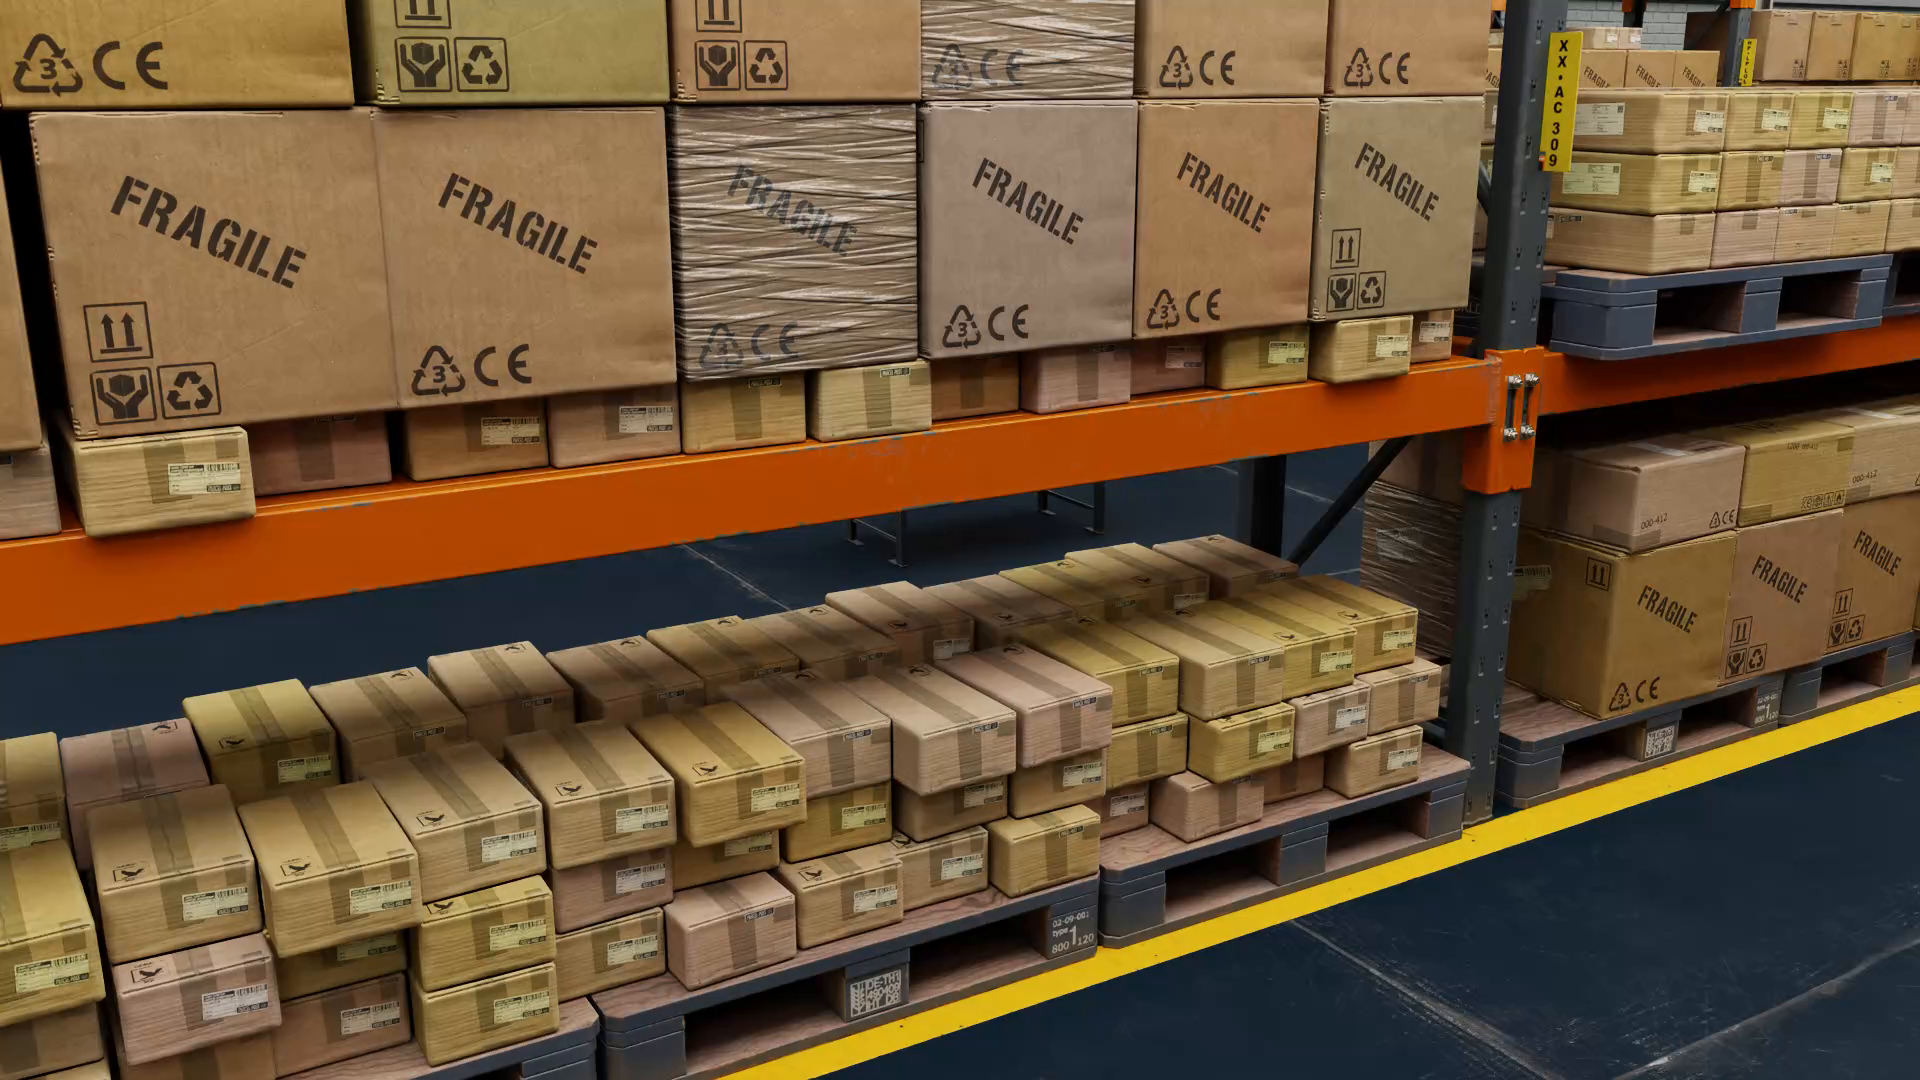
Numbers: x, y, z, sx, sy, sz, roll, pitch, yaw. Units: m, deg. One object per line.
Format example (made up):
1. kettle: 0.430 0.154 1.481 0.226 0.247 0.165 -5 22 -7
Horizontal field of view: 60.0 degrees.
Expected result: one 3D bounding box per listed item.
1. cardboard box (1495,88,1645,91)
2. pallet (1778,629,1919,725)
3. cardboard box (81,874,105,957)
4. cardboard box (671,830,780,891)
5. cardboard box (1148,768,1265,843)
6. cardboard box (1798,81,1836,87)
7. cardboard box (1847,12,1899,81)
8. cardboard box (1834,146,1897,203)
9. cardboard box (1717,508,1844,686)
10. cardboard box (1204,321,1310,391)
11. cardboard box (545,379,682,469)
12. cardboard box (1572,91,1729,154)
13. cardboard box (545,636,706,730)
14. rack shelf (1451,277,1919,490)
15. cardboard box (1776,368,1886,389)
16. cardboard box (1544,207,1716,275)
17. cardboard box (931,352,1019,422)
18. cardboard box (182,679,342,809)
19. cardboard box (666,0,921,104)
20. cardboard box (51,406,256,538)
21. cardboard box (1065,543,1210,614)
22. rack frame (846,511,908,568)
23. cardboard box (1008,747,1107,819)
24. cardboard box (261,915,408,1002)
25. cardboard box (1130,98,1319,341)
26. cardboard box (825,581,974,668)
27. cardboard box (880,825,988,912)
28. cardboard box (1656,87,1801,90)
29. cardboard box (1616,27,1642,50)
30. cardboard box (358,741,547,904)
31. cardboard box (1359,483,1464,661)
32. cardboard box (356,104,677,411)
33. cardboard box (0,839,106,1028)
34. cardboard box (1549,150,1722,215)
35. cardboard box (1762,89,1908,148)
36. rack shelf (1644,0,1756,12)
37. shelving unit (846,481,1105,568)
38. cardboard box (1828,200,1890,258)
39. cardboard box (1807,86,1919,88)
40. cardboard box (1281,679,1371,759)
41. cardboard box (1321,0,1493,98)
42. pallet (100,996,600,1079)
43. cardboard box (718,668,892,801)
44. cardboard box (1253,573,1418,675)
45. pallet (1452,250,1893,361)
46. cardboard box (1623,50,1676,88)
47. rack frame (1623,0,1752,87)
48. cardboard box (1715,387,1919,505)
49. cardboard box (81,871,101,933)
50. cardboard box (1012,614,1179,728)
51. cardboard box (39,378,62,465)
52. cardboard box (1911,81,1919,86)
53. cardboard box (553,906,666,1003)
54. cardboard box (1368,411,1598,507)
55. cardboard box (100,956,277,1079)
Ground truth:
1. cardboard box: 1.866 -1.312 5.119 0.250 0.149 0.380 -10 18 -31
2. pallet: 2.883 0.293 5.974 1.213 0.211 1.003 -9 18 -30
3. cardboard box: -1.747 0.775 3.590 0.250 0.149 0.380 -9 18 -28
4. cardboard box: -0.584 0.603 3.654 0.250 0.149 0.380 -8 18 -27
5. cardboard box: 0.550 0.602 4.210 0.250 0.149 0.380 -10 18 -32
6. cardboard box: 6.330 -3.277 12.807 0.500 0.500 0.500 -9 18 -30
7. cardboard box: 6.774 -3.827 12.917 0.500 0.500 0.700 -10 18 -31
8. cardboard box: 2.409 -1.052 4.742 0.250 0.149 0.380 -10 19 -32
9. cardboard box: 2.392 0.116 5.293 0.500 0.500 0.500 -8 18 -27
10. cardboard box: 0.621 -0.471 4.000 0.250 0.149 0.380 -8 18 -28
11. cardboard box: -0.735 -0.260 3.246 0.250 0.149 0.380 -10 18 -31
12. cardboard box: 1.744 -1.087 4.314 0.250 0.149 0.380 -8 18 -27
13. cardboard box: -0.795 0.368 3.942 0.250 0.149 0.380 -10 18 -32
14. rack shelf: 2.884 -0.702 5.690 4.000 0.370 1.077 -9 18 -30
15. cardboard box: 3.017 -0.510 6.136 0.500 0.250 0.500 -9 18 -29
16. cardboard box: 1.744 -0.800 4.394 0.250 0.149 0.380 -10 19 -32
17. cardboard box: -0.076 -0.374 3.650 0.250 0.149 0.380 -10 18 -31
18. cardboard box: -1.534 0.450 3.648 0.250 0.149 0.380 -10 18 -31
19. cardboard box: -0.416 -1.099 3.183 0.500 0.500 0.500 -10 18 -31
20. cardboard box: -1.357 -0.133 2.791 0.250 0.149 0.380 -10 18 -31
21. cardboard box: 0.501 0.138 4.762 0.250 0.149 0.380 -8 18 -27
22. rack frame: -0.363 -0.663 6.998 0.032 1.500 0.500 -9 18 -30
23. cardboard box: 0.144 0.508 3.993 0.250 0.149 0.380 -9 18 -28
24. cardboard box: -1.250 0.720 3.237 0.250 0.149 0.380 -9 18 -29
25. cardboard box: 0.455 -0.757 3.818 0.500 0.500 0.500 -10 18 -31
26. cardboard box: -0.162 0.243 4.389 0.250 0.149 0.380 -9 18 -29
27. cardboard box: -0.136 0.698 3.867 0.250 0.149 0.380 -9 18 -29
28. cardboard box: 2.531 -1.420 5.504 0.250 0.149 0.380 -10 19 -32
29. cardboard box: 4.528 -3.505 11.638 0.250 0.149 0.380 -10 18 -31
30. cardboard box: -1.009 0.550 3.292 0.250 0.149 0.380 -10 19 -32
31. cardboard box: 1.675 0.070 5.457 0.500 0.500 0.500 -10 18 -31
32. cardboard box: -0.860 -0.550 3.078 0.500 0.500 0.500 -9 18 -29
33. cardboard box: -1.635 0.675 2.845 0.250 0.149 0.380 -10 19 -32
34. cardboard box: 1.744 -0.943 4.354 0.250 0.149 0.380 -9 18 -29
35. cardboard box: 2.417 -1.196 4.704 0.250 0.149 0.380 -9 18 -30
36. rack shelf: 7.106 -4.390 13.288 4.000 0.370 1.077 -9 18 -30
37. shelving unit: 0.073 -0.734 7.250 1.048 1.500 0.538 -9 18 -30
38. cardboard box: 2.411 -0.909 4.781 0.250 0.149 0.380 -9 18 -29
39. cardboard box: 3.203 -1.529 5.893 0.250 0.149 0.380 -8 18 -27
40. cardboard box: 0.838 0.415 4.326 0.250 0.149 0.380 -10 19 -32
41. cardboard box: 0.906 -1.315 3.957 0.500 0.500 0.500 -10 18 -32
42. pallet: -1.479 1.013 3.406 1.213 0.211 1.003 -9 18 -30
43. cardboard box: -0.351 0.431 3.718 0.250 0.149 0.380 -9 18 -30
44. cardboard box: 0.999 0.223 4.458 0.250 0.149 0.380 -9 18 -28
45. pallet: 1.900 -0.751 4.886 1.213 0.211 1.003 -9 18 -30
46. cardboard box: 4.689 -3.221 11.828 0.500 0.500 0.500 -9 18 -29
47. rack frame: 5.391 -3.014 12.604 0.127 3.000 1.000 -9 18 -30
48. cardboard box: 2.834 -0.316 5.445 0.500 0.250 0.500 -8 18 -28
49. cardboard box: -1.702 0.649 3.488 0.250 0.149 0.380 -10 18 -31
50. cardboard box: 0.328 0.322 4.105 0.250 0.149 0.380 -9 18 -28
51. cardboard box: -1.685 -0.269 3.276 0.250 0.149 0.380 -9 18 -30
52. cardboard box: 7.635 -3.485 13.548 0.500 0.500 0.500 -9 18 -30
53. cardboard box: -0.808 0.798 3.509 0.250 0.149 0.380 -9 18 -30
54. cardboard box: 1.678 -0.292 5.359 0.500 0.250 0.500 -10 18 -31
55. cardboard box: -1.463 0.902 3.139 0.250 0.149 0.380 -9 18 -30
